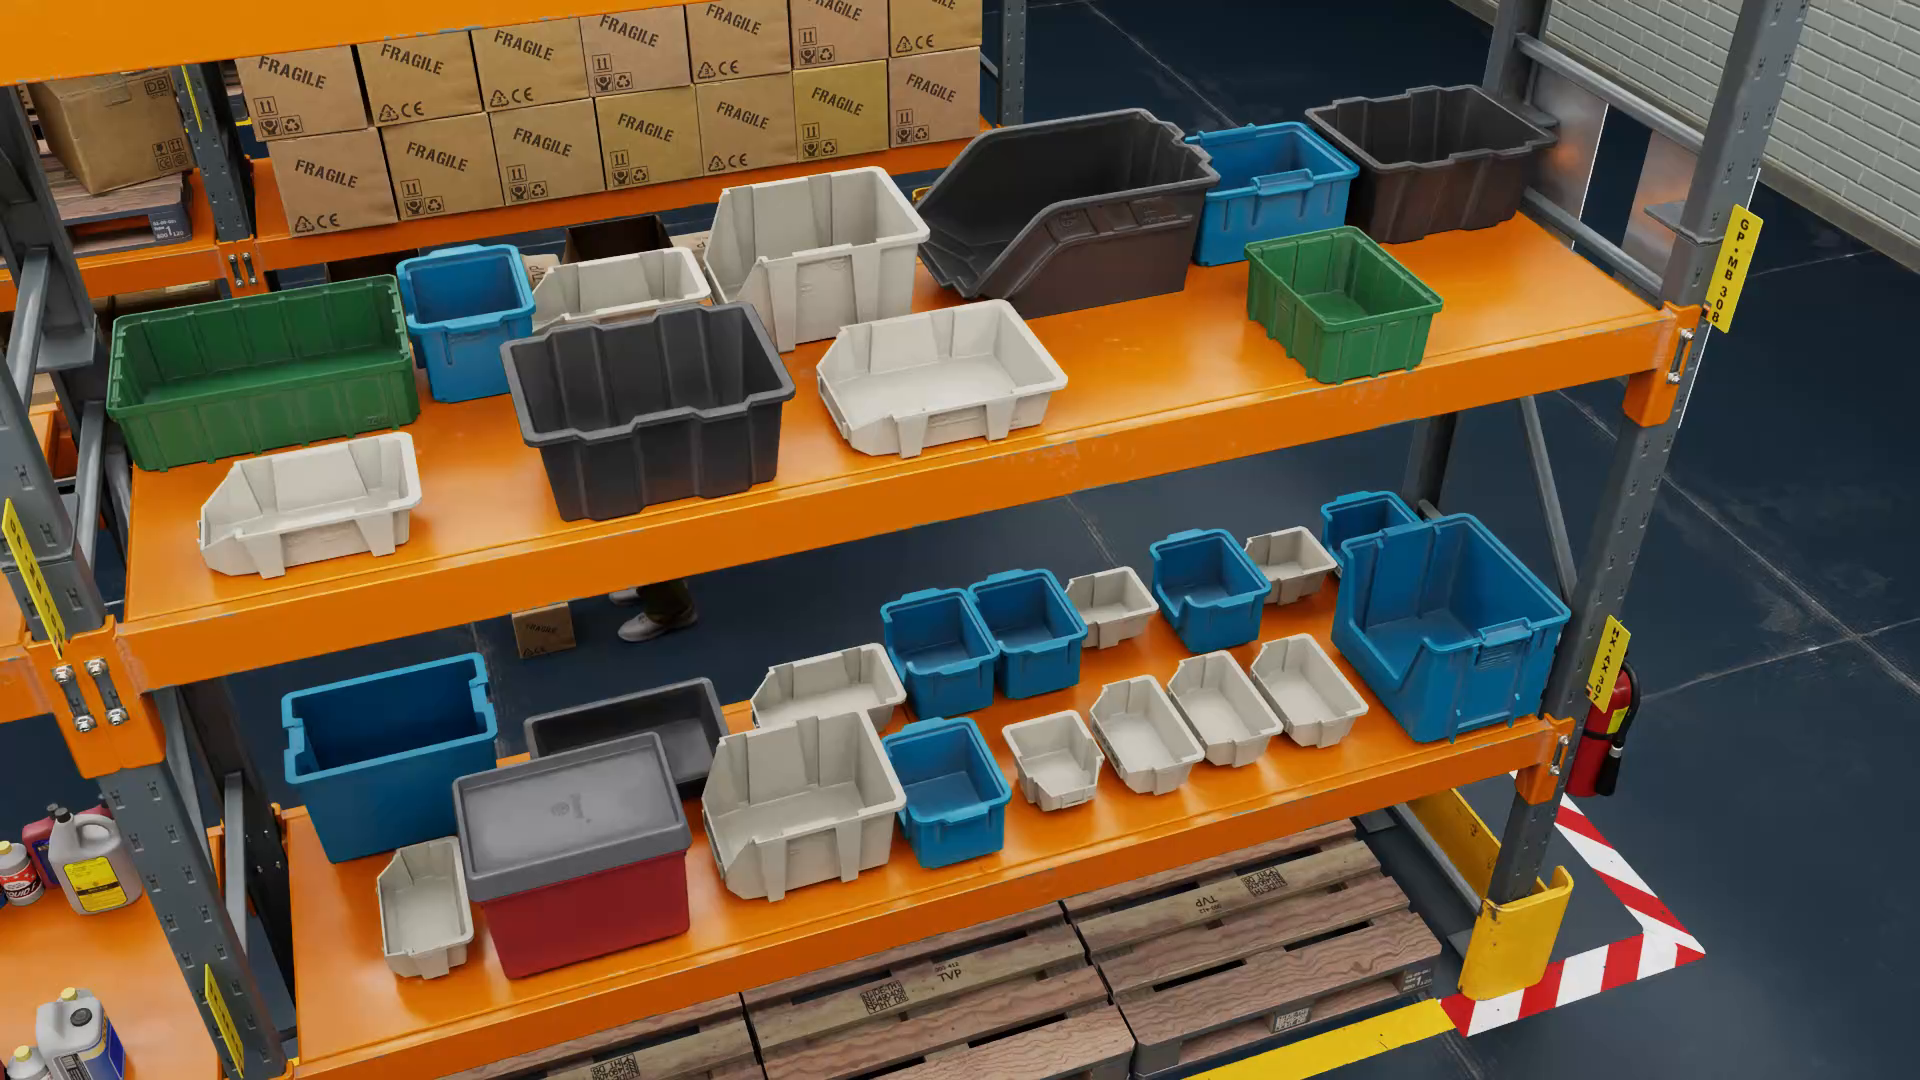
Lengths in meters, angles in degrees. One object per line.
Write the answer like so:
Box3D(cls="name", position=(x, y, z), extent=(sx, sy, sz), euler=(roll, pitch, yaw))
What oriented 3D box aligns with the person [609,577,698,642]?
Box3D(cls="person", position=(-1.429, -0.269, 7.322), extent=(0.417, 1.583, 0.587), euler=(-12, 39, -15))
